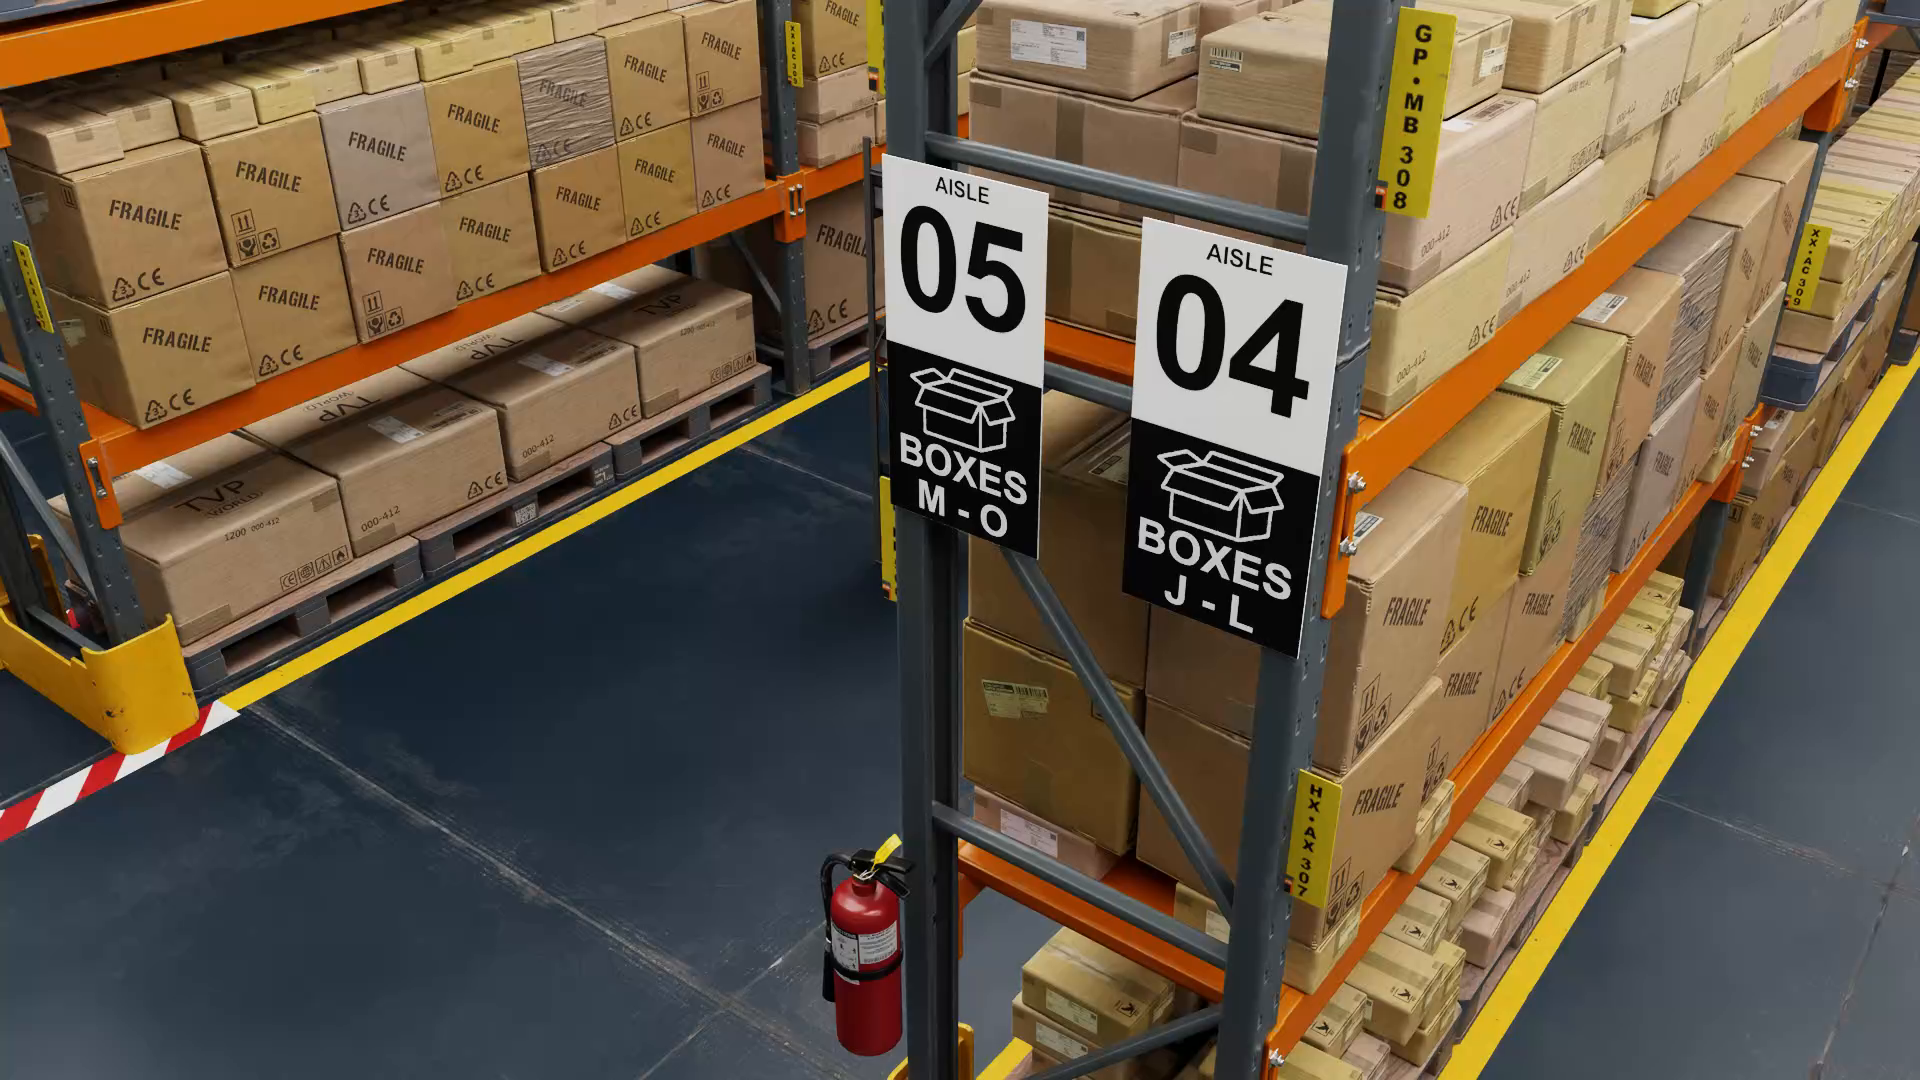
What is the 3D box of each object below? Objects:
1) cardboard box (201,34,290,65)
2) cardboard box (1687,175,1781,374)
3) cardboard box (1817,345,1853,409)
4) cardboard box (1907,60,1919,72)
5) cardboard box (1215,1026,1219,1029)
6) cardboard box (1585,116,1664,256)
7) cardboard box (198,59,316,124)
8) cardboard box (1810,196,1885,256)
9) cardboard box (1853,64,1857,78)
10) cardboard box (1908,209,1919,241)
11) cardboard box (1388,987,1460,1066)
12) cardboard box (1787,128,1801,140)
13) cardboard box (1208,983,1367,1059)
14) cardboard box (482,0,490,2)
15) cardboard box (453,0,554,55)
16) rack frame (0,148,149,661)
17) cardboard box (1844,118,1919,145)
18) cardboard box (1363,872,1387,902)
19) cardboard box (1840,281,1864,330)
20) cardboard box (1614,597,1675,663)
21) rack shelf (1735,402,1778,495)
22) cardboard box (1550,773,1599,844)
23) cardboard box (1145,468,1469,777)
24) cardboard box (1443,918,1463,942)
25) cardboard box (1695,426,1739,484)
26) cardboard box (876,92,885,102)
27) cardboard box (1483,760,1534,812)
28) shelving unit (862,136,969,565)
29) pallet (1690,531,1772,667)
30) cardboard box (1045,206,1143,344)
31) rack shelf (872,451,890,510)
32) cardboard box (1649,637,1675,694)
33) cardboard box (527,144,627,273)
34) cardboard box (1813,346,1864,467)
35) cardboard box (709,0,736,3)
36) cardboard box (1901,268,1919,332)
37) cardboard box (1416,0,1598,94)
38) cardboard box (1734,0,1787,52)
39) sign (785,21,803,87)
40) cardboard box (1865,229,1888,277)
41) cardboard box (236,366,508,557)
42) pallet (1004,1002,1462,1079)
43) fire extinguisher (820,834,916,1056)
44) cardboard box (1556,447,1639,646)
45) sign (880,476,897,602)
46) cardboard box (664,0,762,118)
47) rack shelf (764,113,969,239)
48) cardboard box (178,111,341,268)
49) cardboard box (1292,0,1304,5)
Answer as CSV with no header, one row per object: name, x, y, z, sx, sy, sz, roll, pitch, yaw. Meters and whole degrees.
cardboard box,-3.040,-2.035,7.027,0.380,0.149,0.250,21,36,31
cardboard box,2.327,-0.919,5.488,0.500,0.500,0.500,20,36,30
cardboard box,3.990,-0.874,8.087,0.500,0.250,0.500,23,37,33
cardboard box,5.033,-2.316,8.467,0.380,0.149,0.250,21,36,31
cardboard box,0.742,1.373,5.375,0.380,0.149,0.250,21,37,31
cardboard box,1.385,-0.934,4.088,0.500,0.250,0.500,20,36,30
cardboard box,-2.790,-1.783,6.601,0.380,0.149,0.250,20,36,30
cardboard box,3.471,-1.266,6.695,0.380,0.149,0.250,22,37,33
cardboard box,4.524,-2.520,8.811,0.380,0.149,0.250,20,36,30
cardboard box,4.246,-1.529,7.722,0.380,0.149,0.250,19,36,29
cardboard box,1.339,1.449,5.248,0.380,0.149,0.250,22,37,32
cardboard box,3.889,-1.972,8.177,0.380,0.149,0.250,21,36,31
cardboard box,0.946,1.355,4.823,0.380,0.149,0.250,22,37,32
cardboard box,-2.347,-2.583,7.951,0.380,0.149,0.250,20,36,30
cardboard box,-2.059,-2.315,7.499,0.380,0.149,0.250,20,36,30
rack frame,-3.719,-0.660,6.422,1.000,3.000,0.127,21,37,31
cardboard box,4.247,-1.787,7.575,0.380,0.149,0.250,22,37,33
cardboard box,0.866,0.783,4.233,0.380,0.149,0.250,23,37,33
cardboard box,3.470,-1.009,6.845,0.380,0.149,0.250,22,37,32
cardboard box,2.573,0.327,6.557,0.380,0.149,0.250,22,37,32
rack shelf,3.910,-1.307,8.219,1.077,0.370,4.000,21,37,31
cardboard box,2.113,0.927,6.128,0.380,0.149,0.250,21,37,31
cardboard box,0.771,0.120,3.734,0.500,0.500,0.500,21,36,31
cardboard box,1.422,1.177,5.414,0.380,0.149,0.250,19,36,29
cardboard box,2.648,-0.369,6.177,0.380,0.149,0.250,20,36,30
cardboard box,-0.522,-2.749,9.603,0.500,0.250,0.500,22,37,32
cardboard box,1.729,0.831,5.707,0.380,0.149,0.250,21,37,31
shelving unit,-0.100,-0.836,7.601,0.431,2.100,0.503,21,37,31
pallet,3.172,0.079,7.910,1.003,0.211,1.213,21,37,31
cardboard box,0.352,-0.670,3.643,0.500,0.250,0.500,20,36,30
rack shelf,-0.100,-0.222,7.965,0.431,0.518,0.480,21,37,31
cardboard box,2.613,0.454,6.635,0.380,0.149,0.250,19,36,29
cardboard box,-1.979,-1.642,7.981,0.500,0.500,0.500,21,36,31
cardboard box,4.306,-0.757,8.625,0.500,0.500,0.500,19,36,29
cardboard box,-1.237,-2.815,8.343,0.380,0.149,0.250,20,36,30
cardboard box,5.557,-1.862,10.245,1.050,0.750,0.750,21,36,31
cardboard box,1.055,-1.038,3.383,0.380,0.149,0.250,21,37,31
cardboard box,1.992,-1.558,4.651,0.500,0.250,0.500,23,38,33
sign,-0.861,-2.522,8.637,0.100,0.325,0.005,21,37,31
cardboard box,3.618,-1.234,6.932,0.380,0.149,0.250,22,37,32
cardboard box,-2.855,-0.412,8.105,0.875,0.438,0.875,22,37,33
pallet,0.853,1.672,5.222,1.003,0.211,1.213,21,37,31
fire extinguisher,-0.232,0.976,4.102,0.296,0.674,0.183,21,37,31
cardboard box,1.691,-0.076,5.046,0.500,0.500,0.500,20,36,30
sign,-0.142,0.009,3.847,0.100,0.325,0.005,21,37,31
cardboard box,-1.369,-2.482,8.418,0.500,0.500,0.500,21,36,31
rack shelf,-0.097,-2.789,10.720,1.077,0.370,4.000,21,37,31
cardboard box,-2.896,-1.453,6.681,0.500,0.500,0.500,20,36,30
cardboard box,0.636,-1.191,3.640,0.380,0.149,0.250,20,36,30
